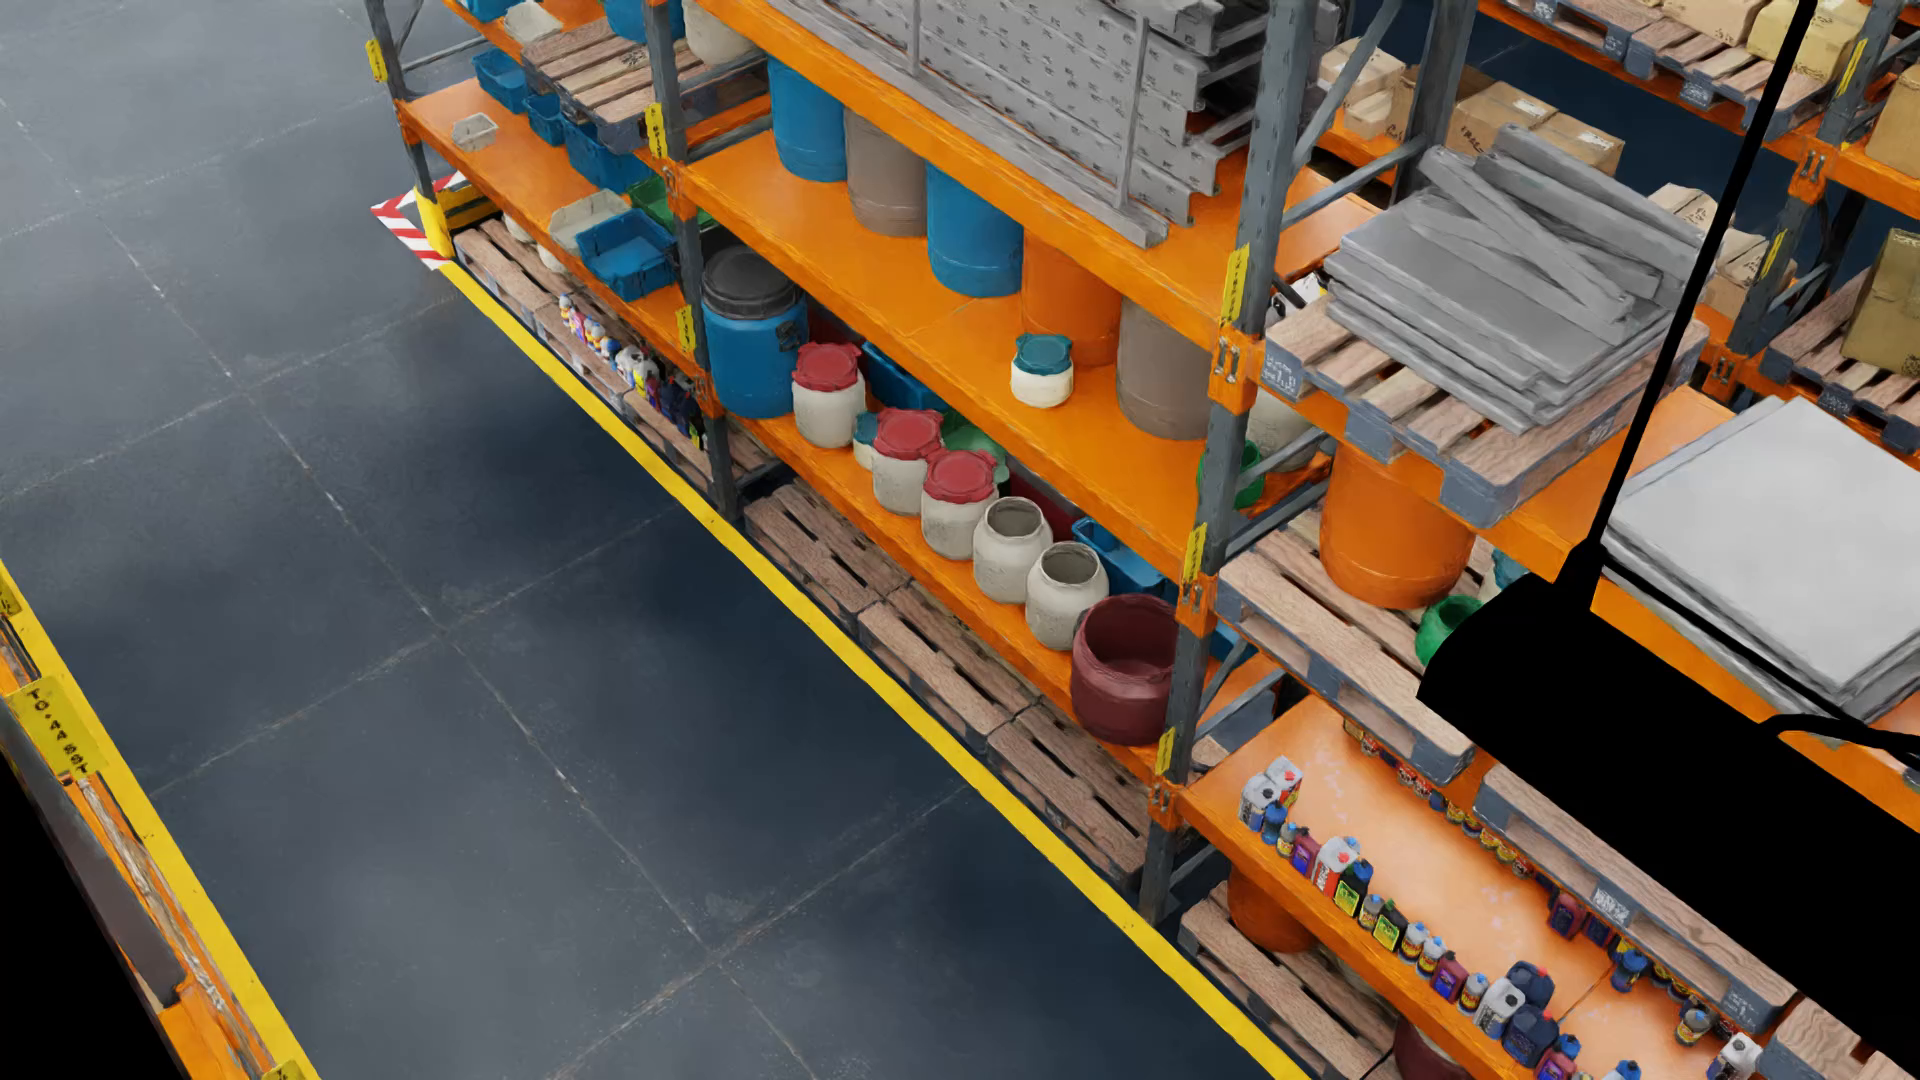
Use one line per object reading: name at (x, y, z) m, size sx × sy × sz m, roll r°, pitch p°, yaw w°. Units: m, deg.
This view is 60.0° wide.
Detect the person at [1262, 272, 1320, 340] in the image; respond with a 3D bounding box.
person at (2.288, -1.614, 11.390) m, size 0.811 × 1.608 × 0.630 m, roll 25°, pitch 51°, yaw 22°
